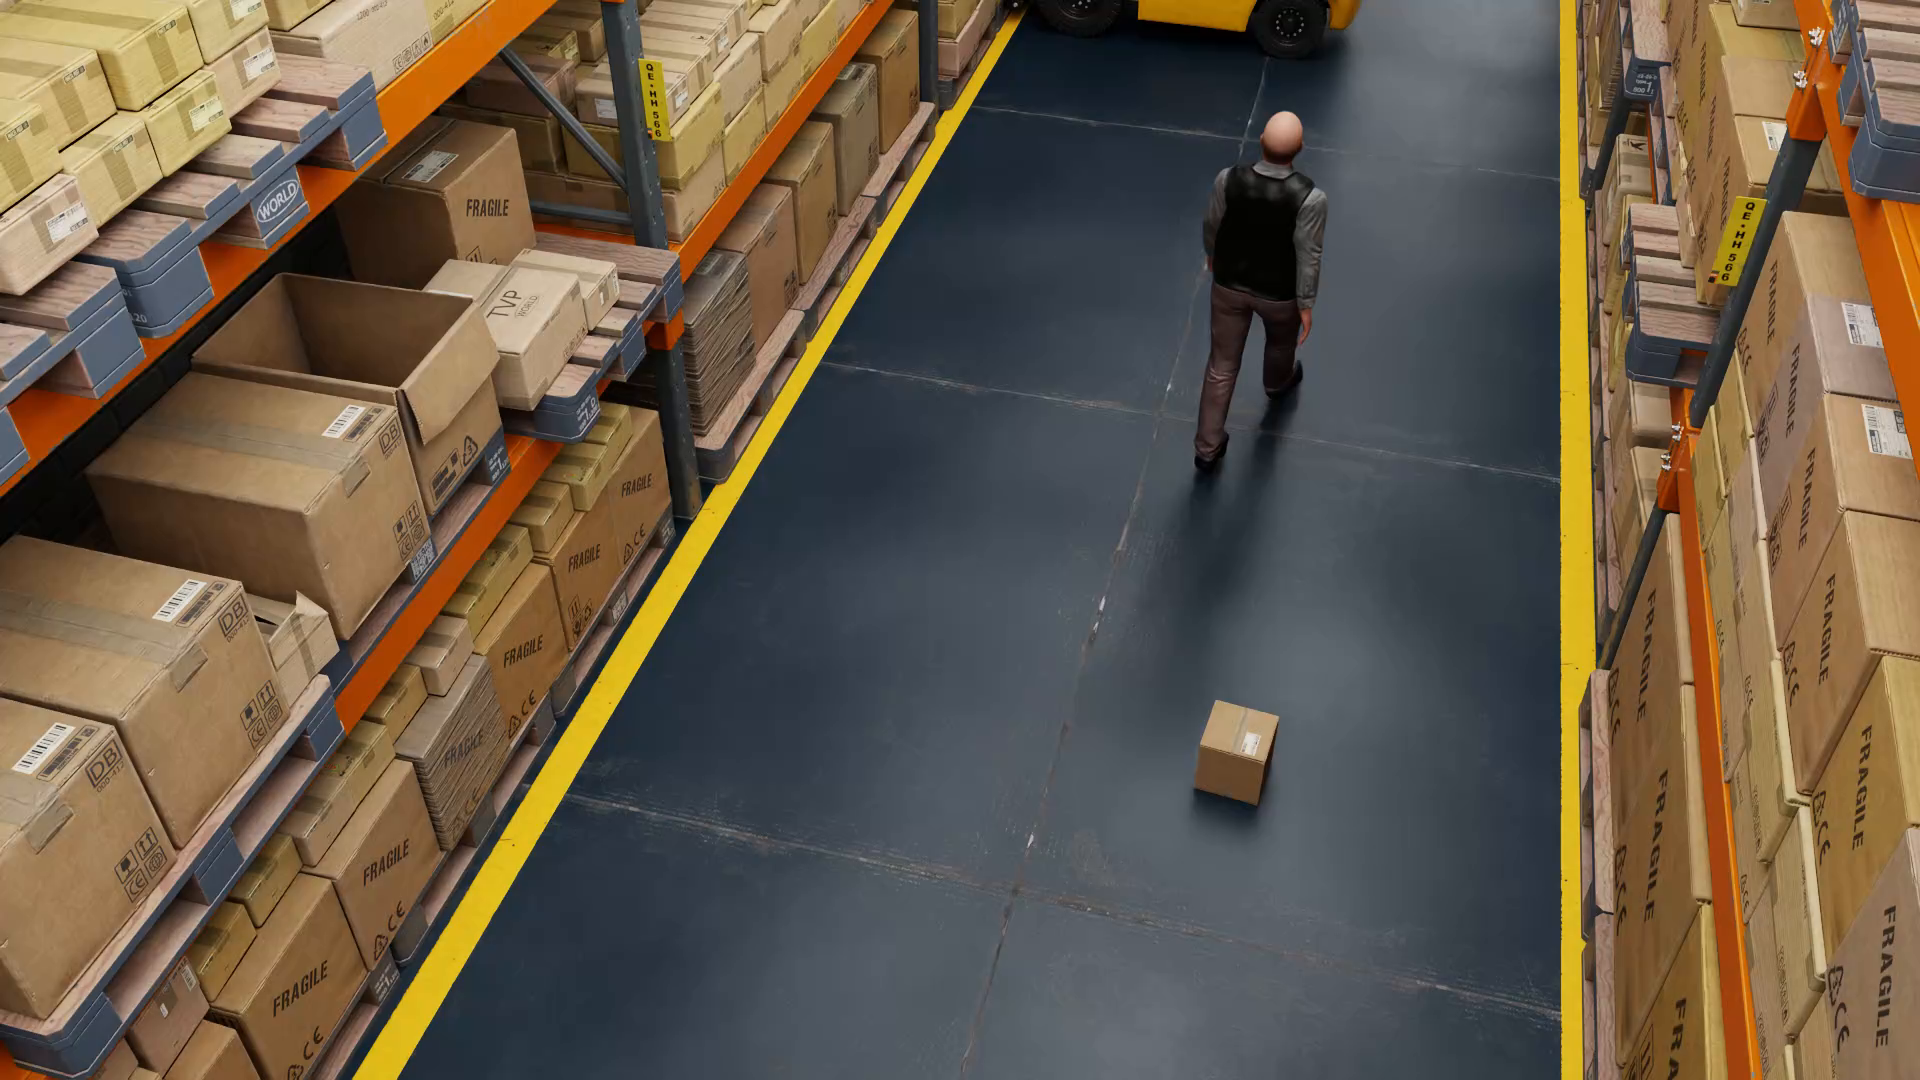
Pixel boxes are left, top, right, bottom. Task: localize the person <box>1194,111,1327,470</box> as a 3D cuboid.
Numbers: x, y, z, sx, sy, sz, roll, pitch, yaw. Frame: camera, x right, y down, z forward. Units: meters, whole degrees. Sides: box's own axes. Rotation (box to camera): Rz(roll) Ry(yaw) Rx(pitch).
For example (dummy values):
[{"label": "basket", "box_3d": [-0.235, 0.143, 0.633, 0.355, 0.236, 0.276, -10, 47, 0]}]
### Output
[{"label": "person", "box_3d": [1.379, -1.217, 7.568, 0.569, 1.663, 1.015, 14, 43, 16]}]
